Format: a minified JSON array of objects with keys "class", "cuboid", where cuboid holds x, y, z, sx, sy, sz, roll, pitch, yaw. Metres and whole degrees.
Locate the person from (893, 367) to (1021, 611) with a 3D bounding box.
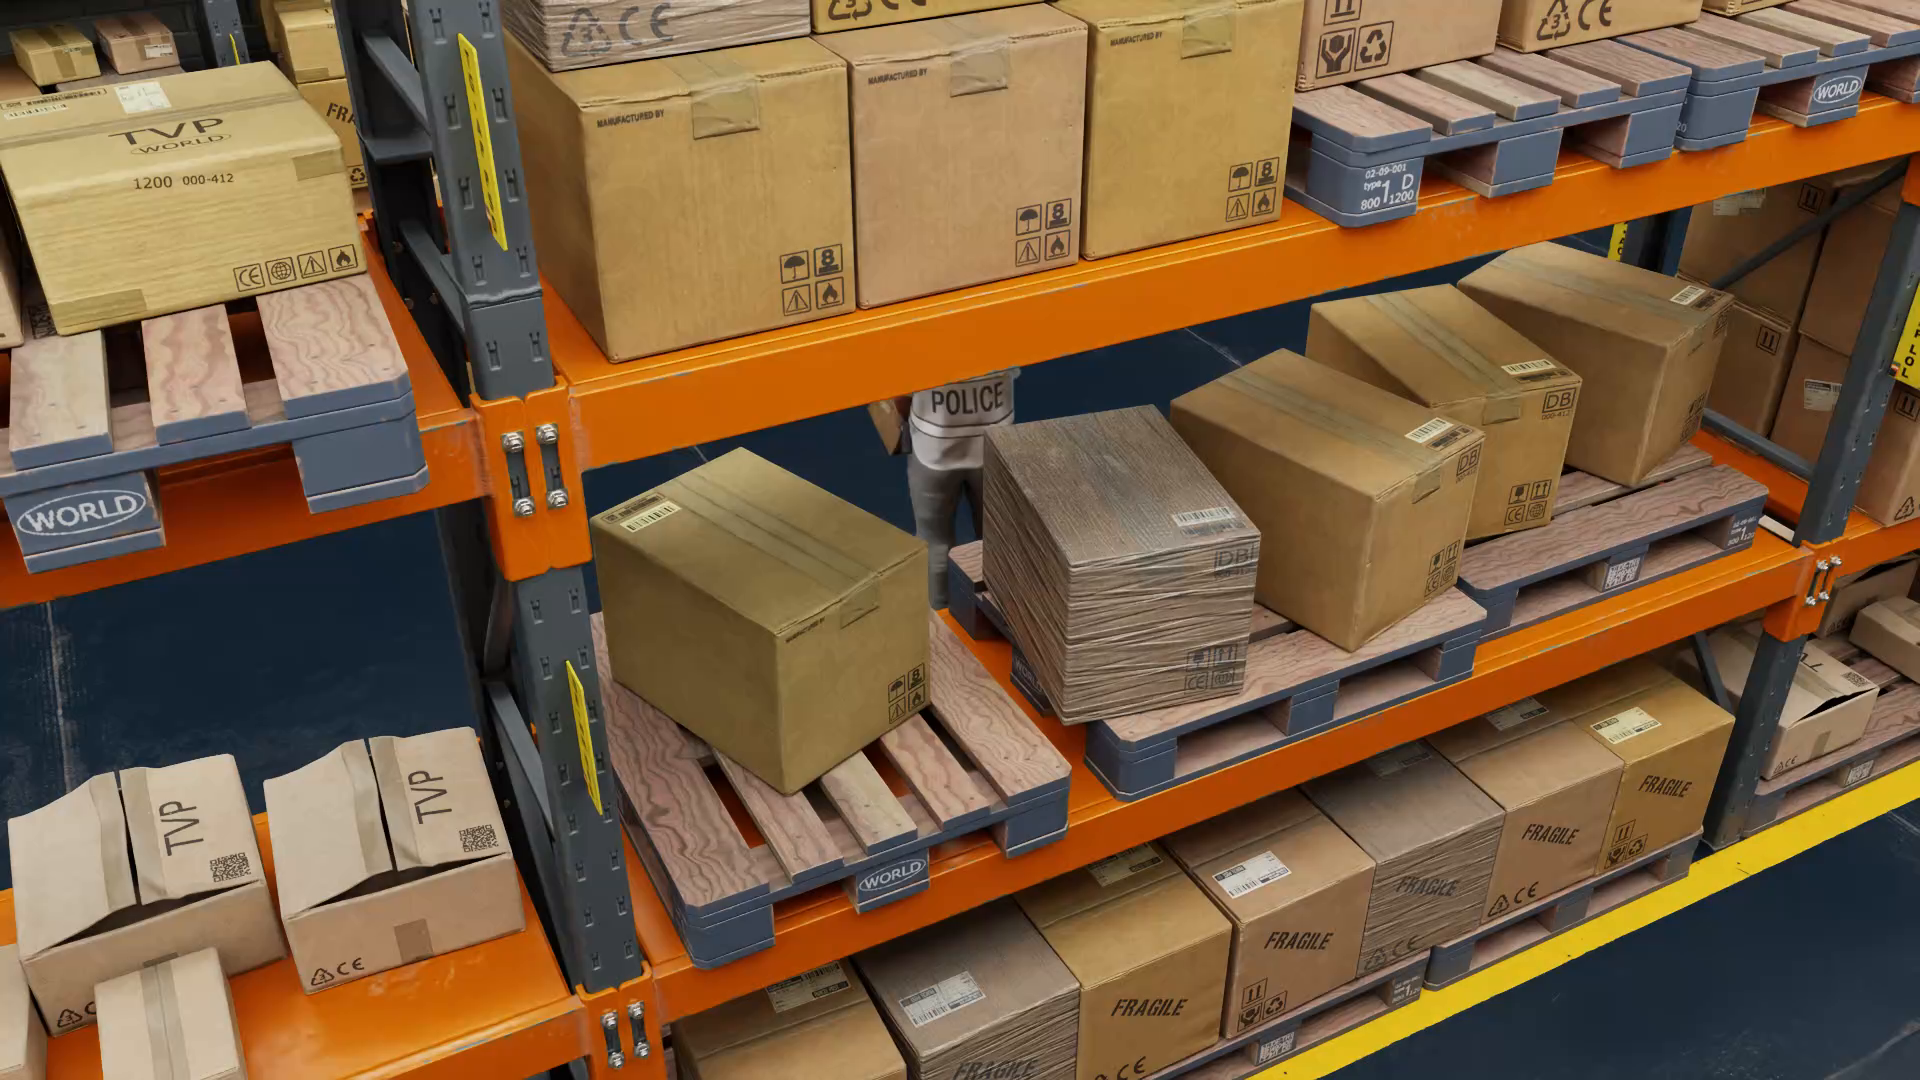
[{"class":"person","cuboid":[-0.020,-0.408,6.731,0.529,1.786,0.527,-8,34,-12]}]
